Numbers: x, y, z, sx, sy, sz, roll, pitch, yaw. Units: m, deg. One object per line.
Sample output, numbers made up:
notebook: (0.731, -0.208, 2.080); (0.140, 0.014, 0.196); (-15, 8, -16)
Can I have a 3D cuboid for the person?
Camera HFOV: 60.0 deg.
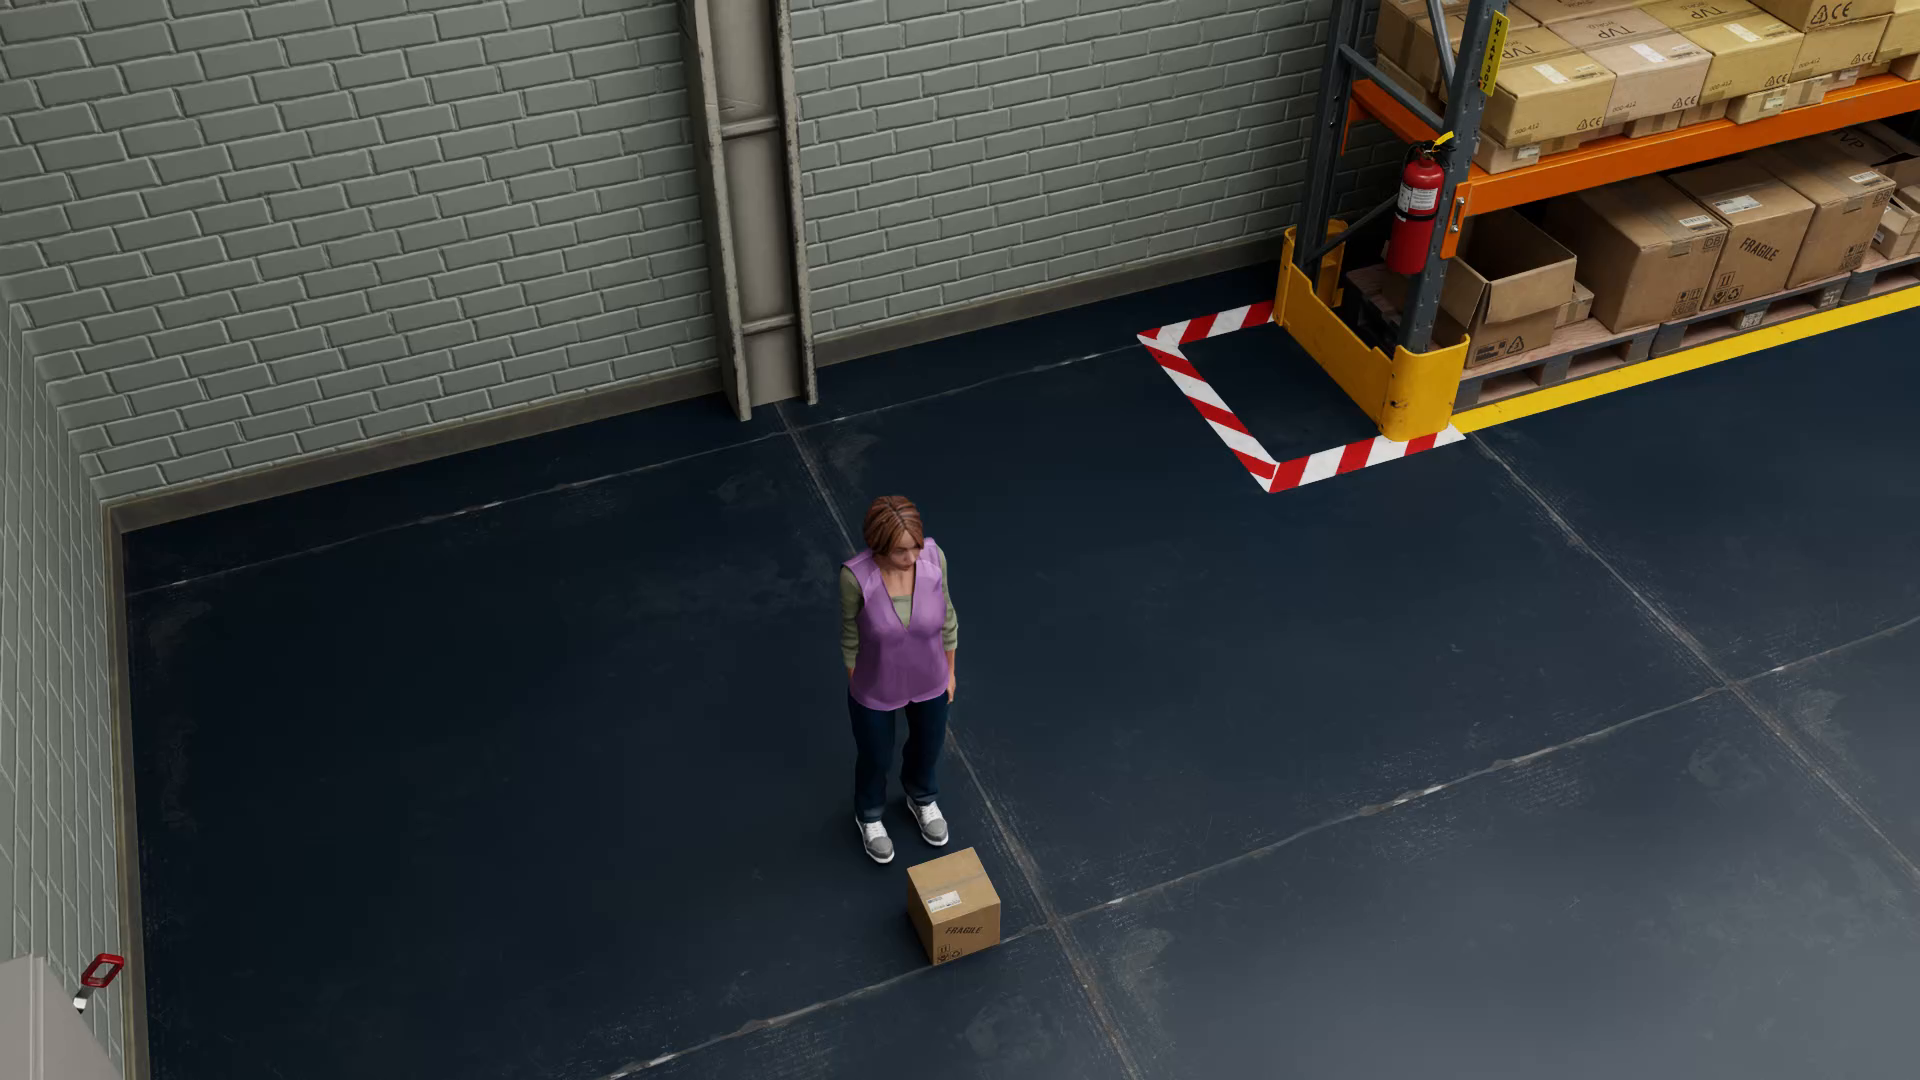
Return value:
person: (-0.196, 0.477, 5.647); (0.406, 1.595, 0.304); (-15, 44, -15)
